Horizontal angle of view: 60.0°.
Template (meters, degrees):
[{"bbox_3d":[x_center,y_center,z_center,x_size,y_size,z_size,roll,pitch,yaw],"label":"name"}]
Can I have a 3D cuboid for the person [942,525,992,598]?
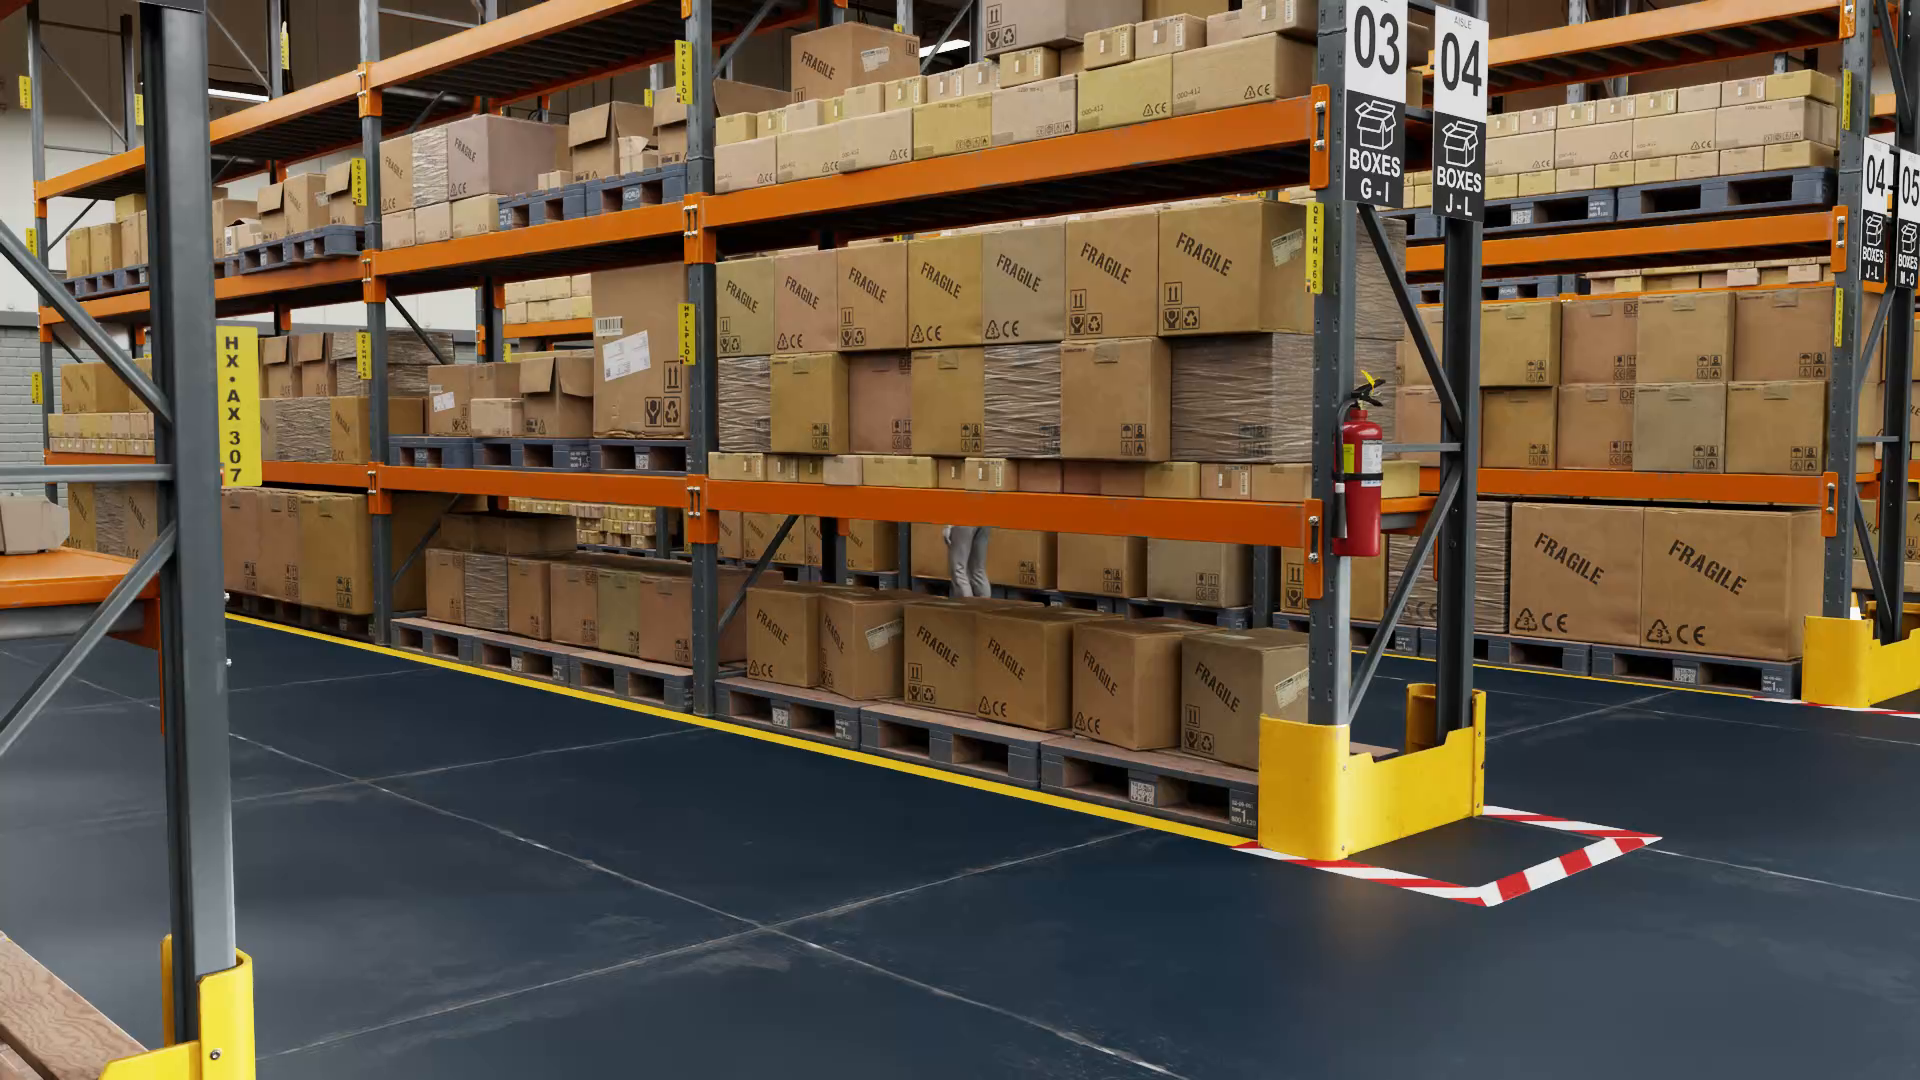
[{"bbox_3d":[0.051,-0.115,12.595,0.465,1.680,0.340,-4,5,-43],"label":"person"}]
